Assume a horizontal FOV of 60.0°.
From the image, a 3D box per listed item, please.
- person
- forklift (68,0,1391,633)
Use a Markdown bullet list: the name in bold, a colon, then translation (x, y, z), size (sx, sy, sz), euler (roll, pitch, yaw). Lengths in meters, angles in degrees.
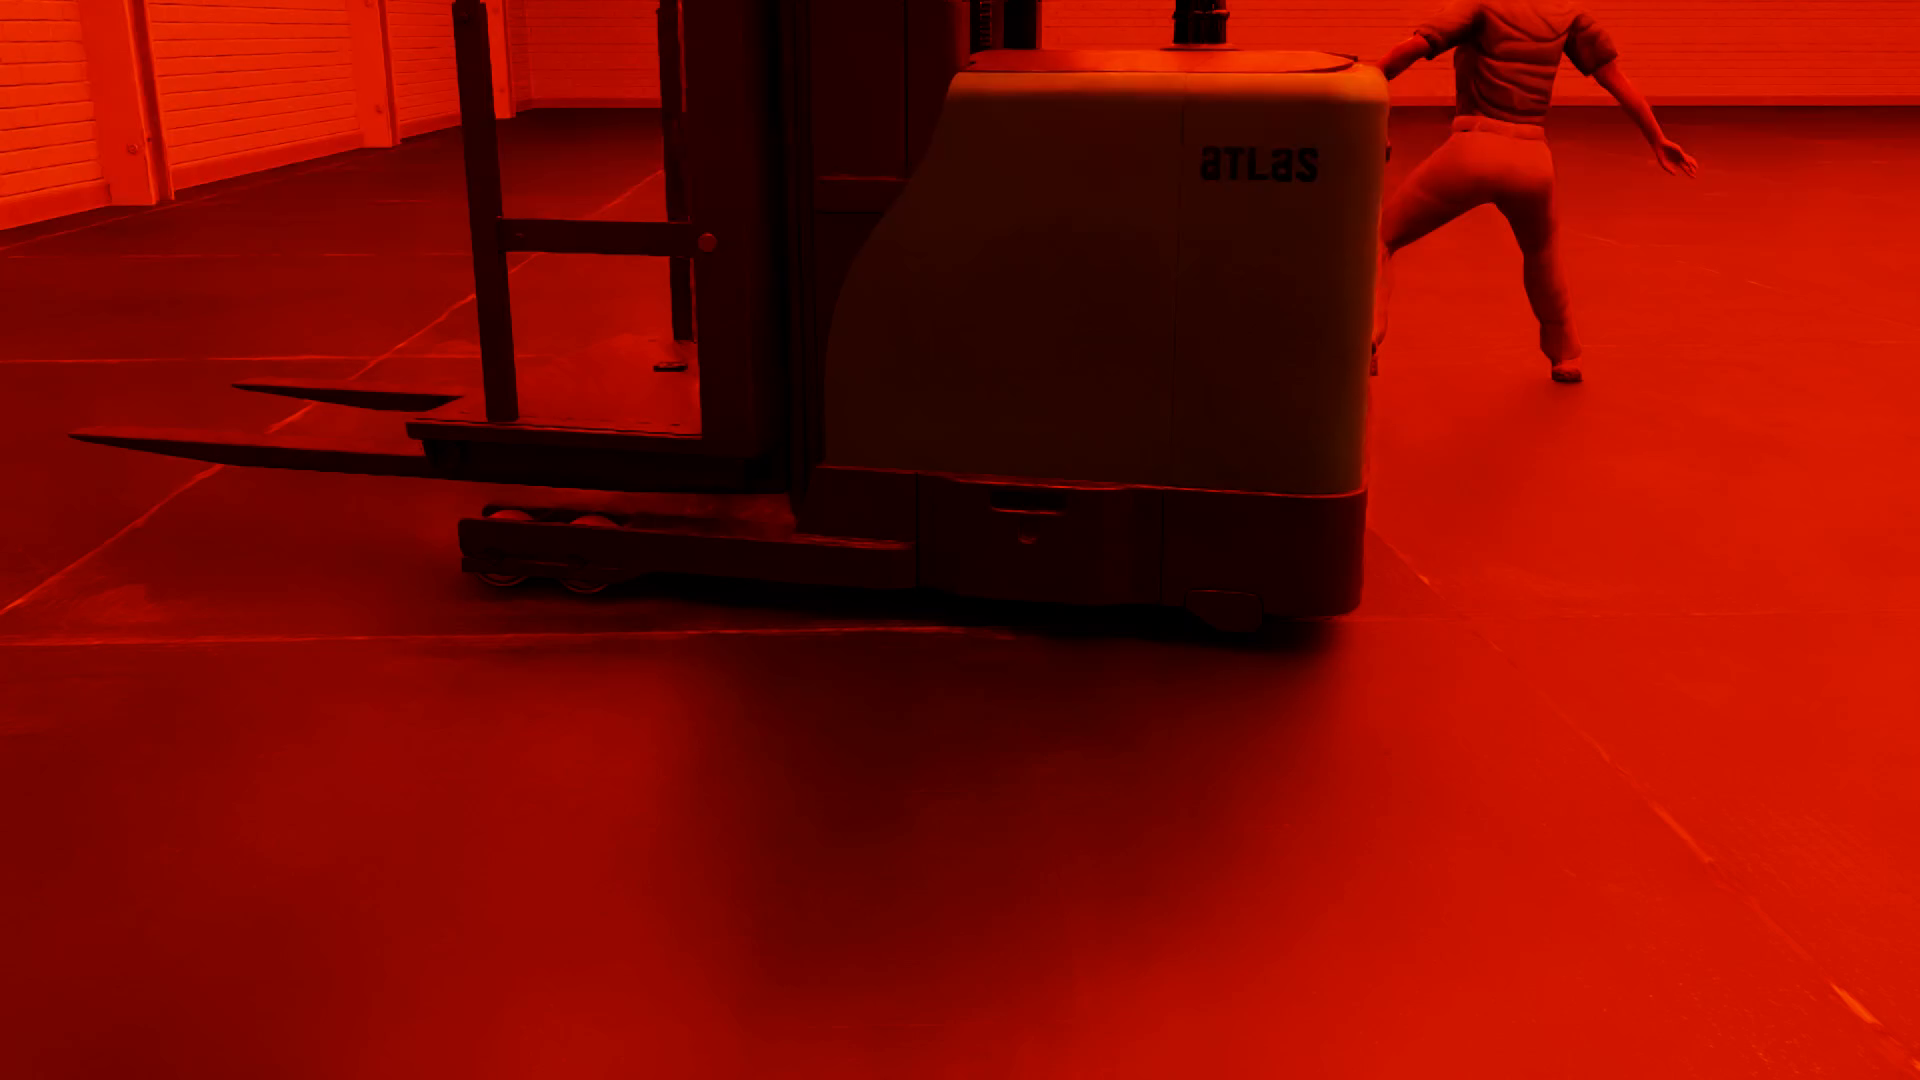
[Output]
- **person**: translation (1.762, -1.186, 5.386), size (1.104, 1.580, 0.525), euler (-2, 17, -6)
- **forklift**: translation (-0.590, -1.431, 3.586), size (3.031, 2.935, 1.130), euler (4, 17, 13)
